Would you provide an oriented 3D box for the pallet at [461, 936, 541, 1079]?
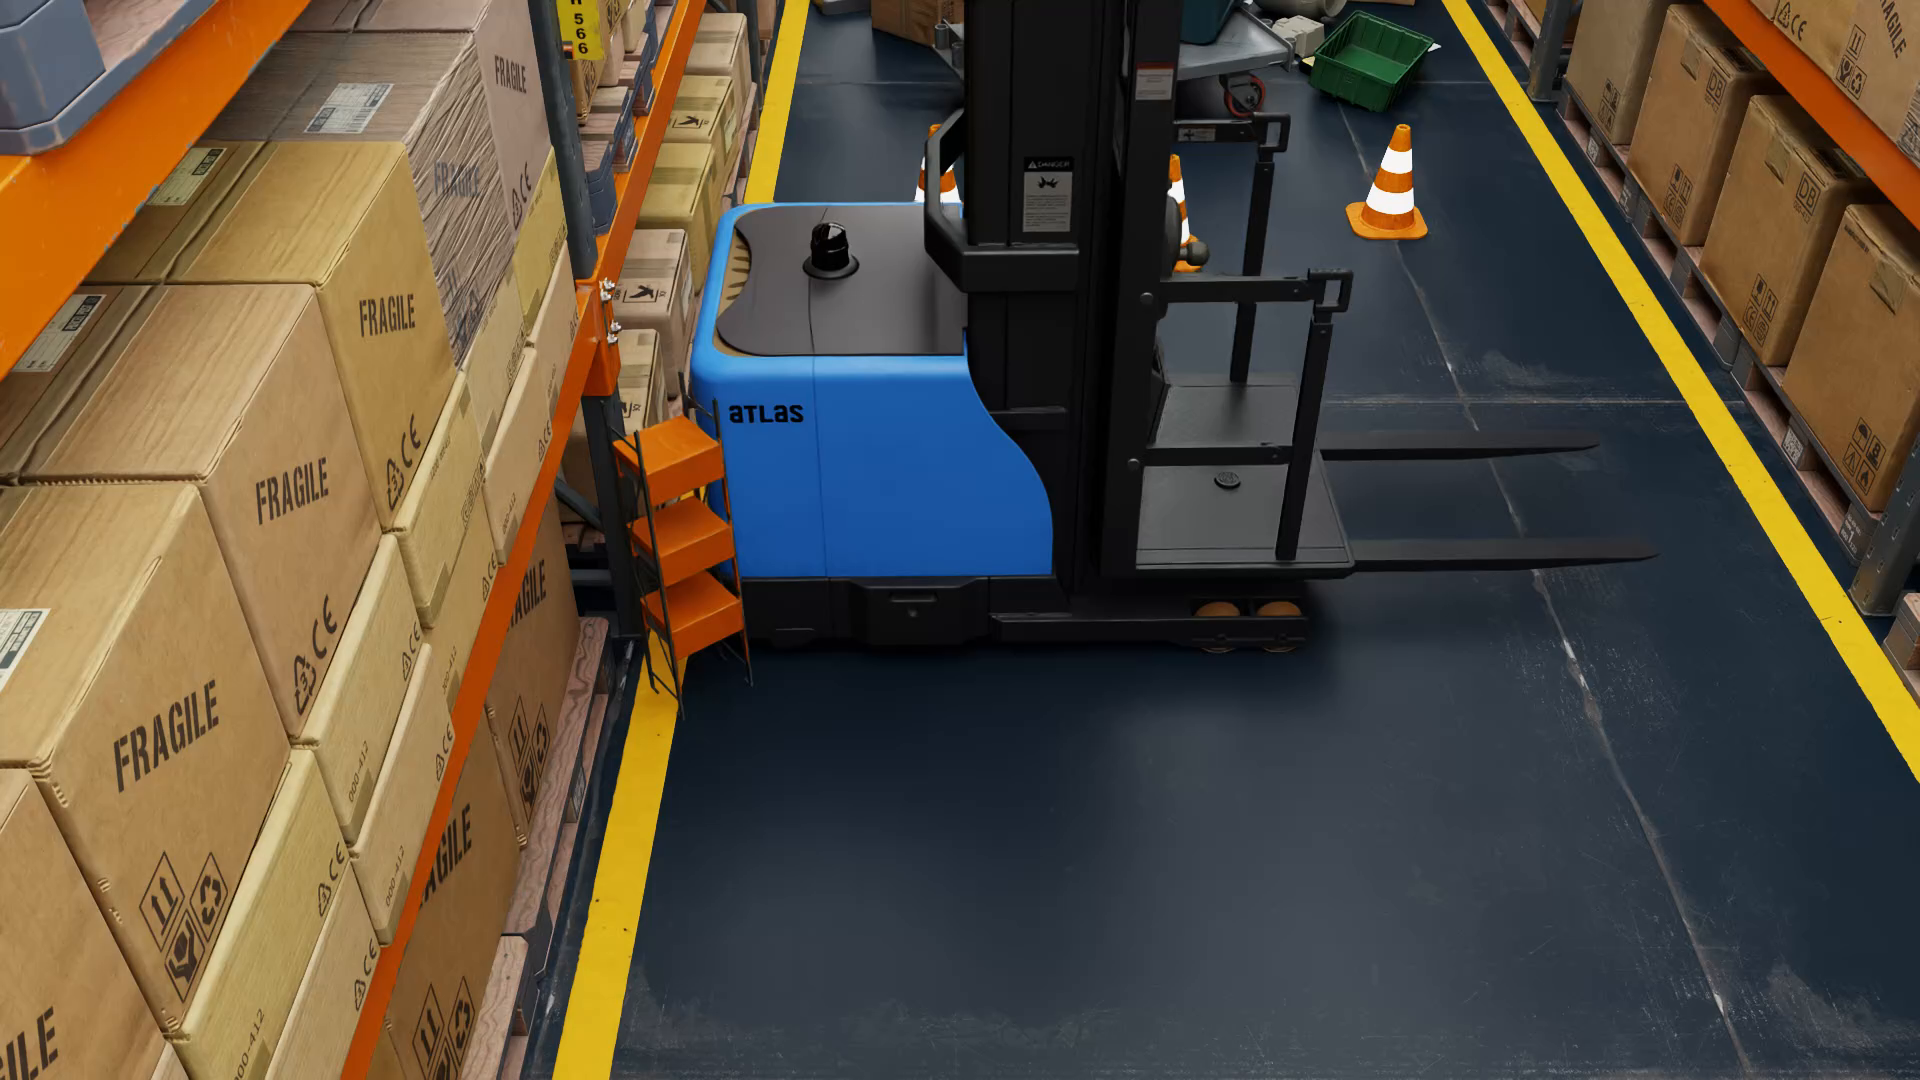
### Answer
[{"bbox_3d":[-1.578,1.455,3.765,1.003,0.211,1.213,0,39,0],"label":"pallet"}]

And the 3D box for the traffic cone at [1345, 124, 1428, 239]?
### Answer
[{"bbox_3d":[1.934,-1.626,7.408,0.336,0.463,0.334,0,39,0],"label":"traffic cone"}]

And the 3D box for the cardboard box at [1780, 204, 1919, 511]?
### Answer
[{"bbox_3d":[3.537,-0.621,5.589,1.050,0.750,0.750,-1,39,-1],"label":"cardboard box"}]

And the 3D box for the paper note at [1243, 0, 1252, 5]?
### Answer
[{"bbox_3d":[1.611,-3.142,9.652,0.172,0.023,0.155,13,40,15],"label":"paper note"}]

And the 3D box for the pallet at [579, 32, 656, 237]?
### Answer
[{"bbox_3d":[-1.610,-1.258,5.074,1.213,0.211,1.003,0,39,0],"label":"pallet"}]

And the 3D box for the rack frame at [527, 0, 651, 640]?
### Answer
[{"bbox_3d":[-1.502,-0.887,4.458,1.000,3.000,0.127,0,39,0],"label":"rack frame"}]

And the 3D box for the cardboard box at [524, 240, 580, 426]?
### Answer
[{"bbox_3d":[-1.242,-0.513,4.111,0.500,0.250,0.500,-1,39,-2],"label":"cardboard box"}]

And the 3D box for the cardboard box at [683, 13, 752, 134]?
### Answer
[{"bbox_3d":[-1.504,-2.199,7.861,0.950,0.372,0.625,0,39,1],"label":"cardboard box"}]

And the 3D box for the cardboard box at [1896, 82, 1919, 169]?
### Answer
[{"bbox_3d":[3.178,-1.274,4.862,0.500,0.500,0.500,0,39,0],"label":"cardboard box"}]

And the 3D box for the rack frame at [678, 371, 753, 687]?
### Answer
[{"bbox_3d":[-0.716,-0.009,4.916,0.008,1.050,0.200,-26,44,-29],"label":"rack frame"}]

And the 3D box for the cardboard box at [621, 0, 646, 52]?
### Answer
[{"bbox_3d":[-1.217,-1.676,5.308,0.380,0.149,0.250,0,39,0],"label":"cardboard box"}]

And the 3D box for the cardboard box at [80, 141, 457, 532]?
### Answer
[{"bbox_3d":[-1.237,-0.362,2.923,0.500,0.500,0.500,0,39,0],"label":"cardboard box"}]

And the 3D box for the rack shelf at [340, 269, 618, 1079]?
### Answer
[{"bbox_3d":[-1.500,0.644,3.123,1.077,0.370,4.000,0,39,0],"label":"rack shelf"}]

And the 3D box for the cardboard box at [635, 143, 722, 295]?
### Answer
[{"bbox_3d":[-1.497,-1.315,6.757,0.950,0.372,0.625,1,39,1],"label":"cardboard box"}]

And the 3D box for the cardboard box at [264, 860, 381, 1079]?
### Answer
[{"bbox_3d":[-1.221,0.753,2.531,0.500,0.250,0.500,0,39,0],"label":"cardboard box"}]

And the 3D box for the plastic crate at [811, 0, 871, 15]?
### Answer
[{"bbox_3d":[-0.689,-3.232,9.719,0.402,0.080,0.583,-13,40,-16],"label":"plastic crate"}]

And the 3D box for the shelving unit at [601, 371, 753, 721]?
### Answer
[{"bbox_3d":[-0.813,0.038,4.858,0.252,1.050,0.215,-26,44,-29],"label":"shelving unit"}]

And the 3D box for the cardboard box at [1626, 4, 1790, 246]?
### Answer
[{"bbox_3d":[3.531,-1.750,6.998,1.050,0.750,0.750,0,39,0],"label":"cardboard box"}]

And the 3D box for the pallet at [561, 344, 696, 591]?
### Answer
[{"bbox_3d":[-1.502,-0.288,5.940,1.003,0.211,1.213,0,39,0],"label":"pallet"}]

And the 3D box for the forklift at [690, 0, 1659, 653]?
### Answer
[{"bbox_3d":[0.727,-1.117,4.800,3.031,2.935,1.130,-1,39,-1],"label":"forklift"}]

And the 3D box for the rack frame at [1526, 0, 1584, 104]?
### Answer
[{"bbox_3d":[3.443,-3.455,7.663,1.000,3.000,0.127,0,39,0],"label":"rack frame"}]

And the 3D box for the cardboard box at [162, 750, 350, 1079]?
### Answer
[{"bbox_3d":[-1.219,0.561,2.372,0.500,0.250,0.500,0,39,1],"label":"cardboard box"}]

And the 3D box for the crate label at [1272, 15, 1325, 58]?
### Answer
[{"bbox_3d":[1.840,-2.755,9.079,0.298,0.136,0.250,-28,46,-30],"label":"crate label"}]

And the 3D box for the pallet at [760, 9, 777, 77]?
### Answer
[{"bbox_3d":[-1.543,-2.720,8.976,1.003,0.211,1.213,0,39,0],"label":"pallet"}]

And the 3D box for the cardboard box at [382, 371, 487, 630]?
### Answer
[{"bbox_3d":[-1.222,-0.080,3.172,0.500,0.250,0.500,-1,39,-1],"label":"cardboard box"}]

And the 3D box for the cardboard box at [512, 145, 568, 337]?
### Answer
[{"bbox_3d":[-1.248,-0.721,3.971,0.500,0.250,0.500,0,39,0],"label":"cardboard box"}]

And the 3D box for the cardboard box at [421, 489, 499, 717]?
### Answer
[{"bbox_3d":[-1.241,0.122,3.319,0.500,0.250,0.500,0,39,-1],"label":"cardboard box"}]

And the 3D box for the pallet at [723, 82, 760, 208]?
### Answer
[{"bbox_3d":[-1.505,-1.814,7.844,1.003,0.211,1.213,0,39,0],"label":"pallet"}]

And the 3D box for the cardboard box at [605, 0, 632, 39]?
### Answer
[{"bbox_3d":[-1.279,-1.814,4.961,0.500,0.500,0.500,2,39,2],"label":"cardboard box"}]

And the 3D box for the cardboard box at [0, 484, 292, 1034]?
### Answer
[{"bbox_3d":[-1.237,0.278,2.125,0.500,0.500,0.500,-1,39,-1],"label":"cardboard box"}]

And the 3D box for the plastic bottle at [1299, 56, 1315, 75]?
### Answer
[{"bbox_3d":[1.933,-2.480,8.796,0.133,0.061,0.283,-20,43,-23],"label":"plastic bottle"}]

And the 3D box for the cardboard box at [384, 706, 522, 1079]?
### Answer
[{"bbox_3d":[-1.588,0.768,3.756,0.875,0.875,0.875,0,39,1],"label":"cardboard box"}]

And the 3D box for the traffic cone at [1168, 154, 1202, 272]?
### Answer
[{"bbox_3d":[0.895,-1.444,7.181,0.336,0.463,0.334,0,39,0],"label":"traffic cone"}]

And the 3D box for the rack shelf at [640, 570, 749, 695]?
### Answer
[{"bbox_3d":[-0.807,0.267,5.032,0.240,0.259,0.215,-26,44,-29],"label":"rack shelf"}]

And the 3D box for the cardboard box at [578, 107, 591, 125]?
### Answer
[{"bbox_3d":[-1.284,-1.333,4.880,0.380,0.149,0.250,-2,39,-3],"label":"cardboard box"}]

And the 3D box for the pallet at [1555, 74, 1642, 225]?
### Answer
[{"bbox_3d":[3.519,-1.885,7.933,1.003,0.211,1.213,0,39,0],"label":"pallet"}]

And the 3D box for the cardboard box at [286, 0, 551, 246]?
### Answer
[{"bbox_3d":[-1.240,-0.993,3.711,0.500,0.500,0.500,-1,39,-1],"label":"cardboard box"}]

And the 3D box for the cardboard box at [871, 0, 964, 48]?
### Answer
[{"bbox_3d":[-0.148,-3.085,9.198,0.500,0.500,0.500,28,46,30],"label":"cardboard box"}]

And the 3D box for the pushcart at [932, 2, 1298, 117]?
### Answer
[{"bbox_3d":[0.773,-2.398,8.441,1.648,0.377,0.936,-13,40,-16],"label":"pushcart"}]

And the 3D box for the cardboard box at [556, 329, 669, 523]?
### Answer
[{"bbox_3d":[-1.493,-0.379,5.590,0.950,0.372,0.625,-2,39,-3],"label":"cardboard box"}]

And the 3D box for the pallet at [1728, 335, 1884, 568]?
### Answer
[{"bbox_3d":[3.522,-0.359,6.029,1.003,0.211,1.213,0,39,0],"label":"pallet"}]

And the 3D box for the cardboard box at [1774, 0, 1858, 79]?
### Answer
[{"bbox_3d":[3.179,-1.899,5.641,0.500,0.500,0.500,-1,39,-1],"label":"cardboard box"}]
